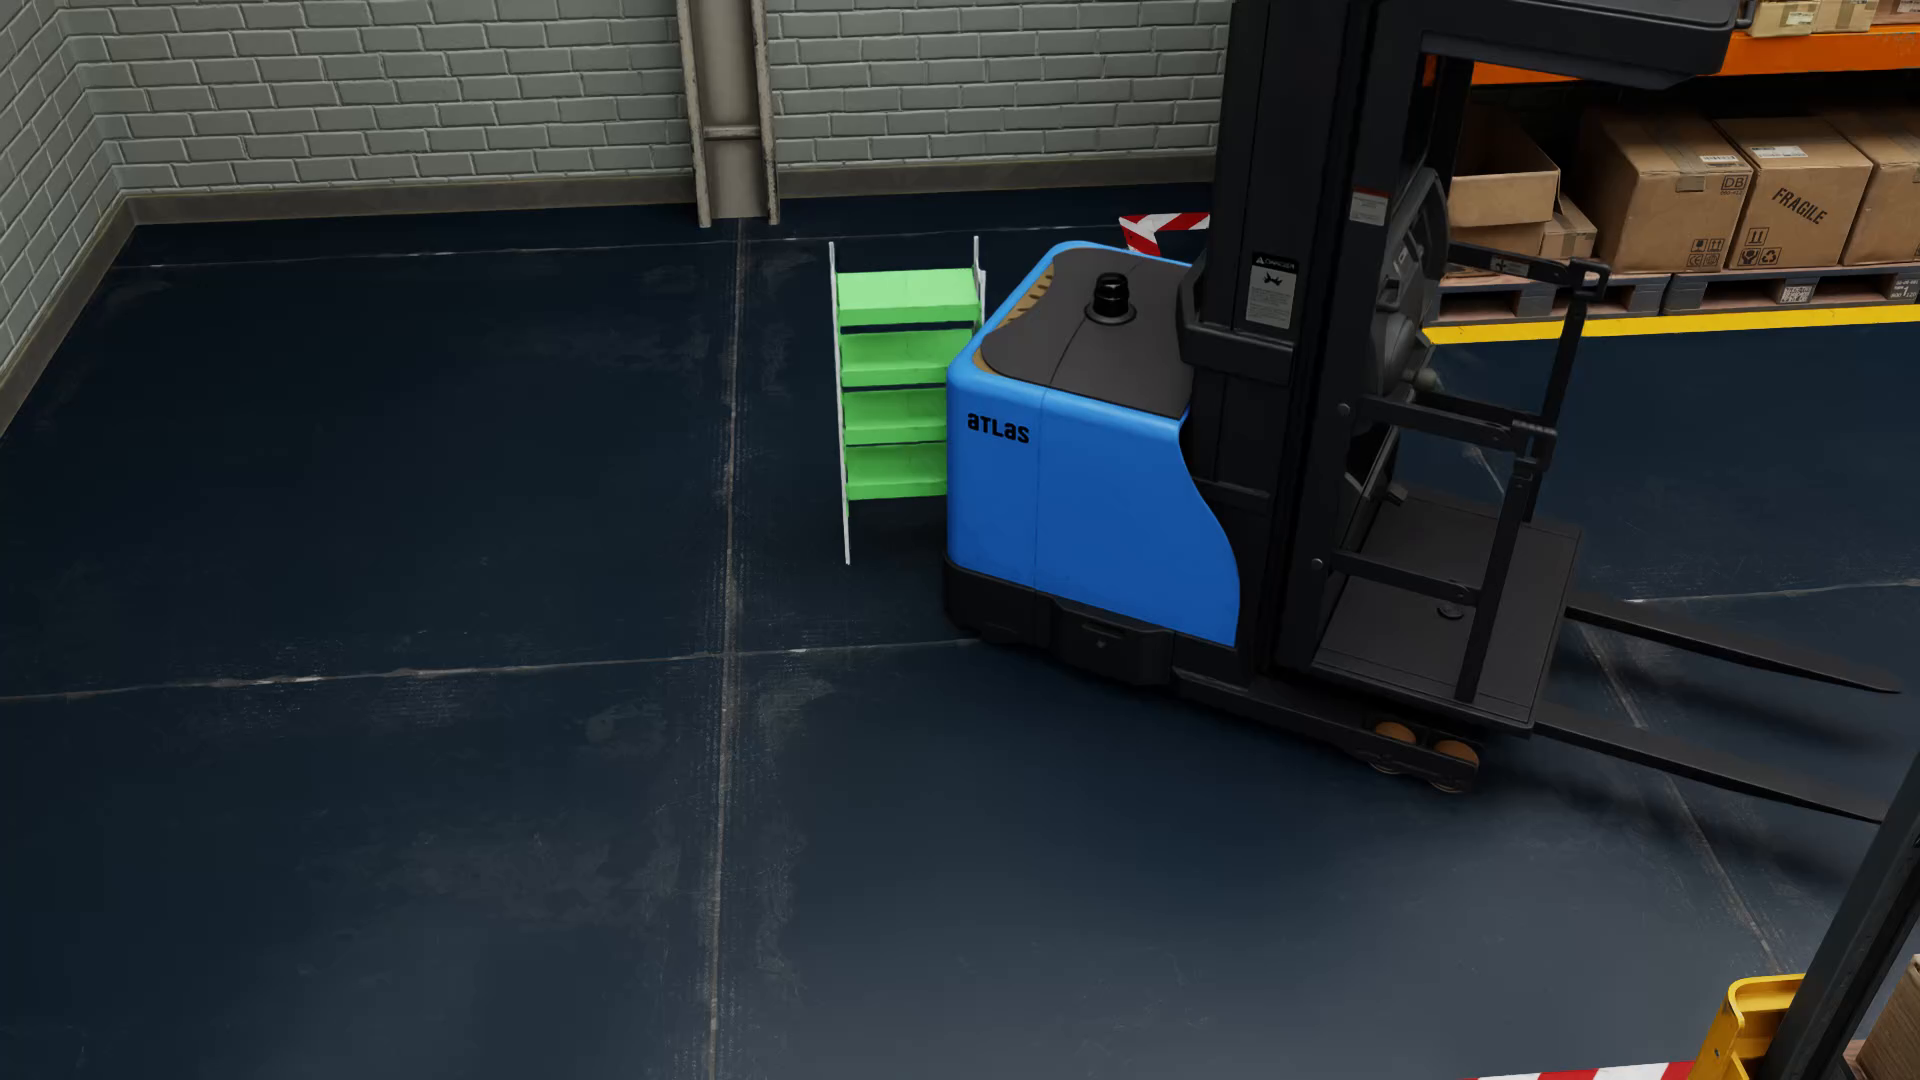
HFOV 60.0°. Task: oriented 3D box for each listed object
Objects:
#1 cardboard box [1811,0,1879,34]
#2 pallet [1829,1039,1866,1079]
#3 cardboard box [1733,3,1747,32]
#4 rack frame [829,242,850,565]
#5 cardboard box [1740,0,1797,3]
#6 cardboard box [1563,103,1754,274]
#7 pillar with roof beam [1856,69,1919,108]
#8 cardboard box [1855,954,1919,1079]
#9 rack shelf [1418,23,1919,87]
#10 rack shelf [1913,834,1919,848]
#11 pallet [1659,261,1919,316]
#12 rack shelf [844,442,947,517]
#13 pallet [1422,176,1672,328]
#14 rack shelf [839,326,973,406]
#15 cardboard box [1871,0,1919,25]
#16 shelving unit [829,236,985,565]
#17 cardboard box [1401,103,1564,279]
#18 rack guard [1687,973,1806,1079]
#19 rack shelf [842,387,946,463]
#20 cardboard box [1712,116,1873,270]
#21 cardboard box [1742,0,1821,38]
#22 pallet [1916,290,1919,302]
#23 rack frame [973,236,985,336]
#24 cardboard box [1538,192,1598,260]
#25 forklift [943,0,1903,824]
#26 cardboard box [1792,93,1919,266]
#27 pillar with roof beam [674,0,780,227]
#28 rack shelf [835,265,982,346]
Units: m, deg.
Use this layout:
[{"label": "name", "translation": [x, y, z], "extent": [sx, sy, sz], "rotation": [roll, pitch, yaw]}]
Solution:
[{"label": "cardboard box", "translation": [3.562, -2.235, 6.863], "extent": [0.250, 0.149, 0.380], "rotation": [-2, 38, -3]}, {"label": "pallet", "translation": [2.895, 1.648, 3.992], "extent": [1.213, 0.211, 1.003], "rotation": [-3, 38, -4]}, {"label": "cardboard box", "translation": [3.043, -2.240, 6.870], "extent": [0.250, 0.149, 0.380], "rotation": [-3, 38, -3]}, {"label": "rack frame", "translation": [-0.422, -0.454, 5.855], "extent": [0.015, 1.200, 0.240], "rotation": [-3, 38, -4]}, {"label": "cardboard box", "translation": [3.145, -2.392, 6.740], "extent": [0.500, 0.250, 0.500], "rotation": [-4, 38, -5]}, {"label": "cardboard box", "translation": [3.135, -1.599, 7.534], "extent": [0.500, 0.500, 0.700], "rotation": [-2, 38, -2]}, {"label": "pillar with roof beam", "translation": [5.254, -2.854, 2.602], "extent": [0.400, 9.000, 9.100], "rotation": [-3, 38, -4]}, {"label": "cardboard box", "translation": [2.754, 1.388, 3.799], "extent": [0.875, 0.438, 0.875], "rotation": [-4, 38, -6]}, {"label": "rack shelf", "translation": [3.654, -2.245, 7.254], "extent": [4.000, 0.370, 1.077], "rotation": [-3, 38, -4]}, {"label": "rack shelf", "translation": [4.098, 0.818, 3.373], "extent": [4.000, 0.370, 1.077], "rotation": [-3, 38, -4]}, {"label": "pallet", "translation": [3.744, -1.436, 7.900], "extent": [1.213, 0.211, 1.003], "rotation": [-3, 38, -4]}, {"label": "rack shelf", "translation": [-0.180, -0.228, 6.060], "extent": [0.480, 0.148, 0.258], "rotation": [-3, 38, -4]}, {"label": "pallet", "translation": [2.532, -1.371, 7.817], "extent": [1.213, 0.211, 1.003], "rotation": [-3, 38, -4]}, {"label": "rack shelf", "translation": [-0.179, -0.605, 5.763], "extent": [0.480, 0.148, 0.258], "rotation": [-3, 38, -4]}, {"label": "cardboard box", "translation": [3.813, -2.291, 6.935], "extent": [0.250, 0.149, 0.380], "rotation": [-3, 38, -4]}, {"label": "shelving unit", "translation": [-0.179, -0.467, 5.872], "extent": [0.503, 1.200, 0.258], "rotation": [-3, 38, -4]}, {"label": "cardboard box", "translation": [2.280, -1.577, 7.504], "extent": [0.637, 0.503, 0.797], "rotation": [-5, 39, -6]}, {"label": "rack guard", "translation": [2.082, 1.628, 3.784], "extent": [0.348, 0.500, 1.175], "rotation": [-3, 38, -4]}, {"label": "rack shelf", "translation": [-0.179, -0.417, 5.912], "extent": [0.480, 0.148, 0.258], "rotation": [-3, 38, -4]}, {"label": "cardboard box", "translation": [3.670, -1.566, 7.492], "extent": [0.500, 0.500, 0.500], "rotation": [-2, 38, -3]}, {"label": "cardboard box", "translation": [3.302, -2.208, 6.829], "extent": [0.250, 0.149, 0.380], "rotation": [-4, 38, -5]}, {"label": "pallet", "translation": [4.962, -1.505, 7.987], "extent": [1.213, 0.211, 1.003], "rotation": [-3, 38, -4]}, {"label": "rack frame", "translation": [0.064, -0.480, 5.889], "extent": [0.015, 1.200, 0.240], "rotation": [-3, 38, -4]}, {"label": "cardboard box", "translation": [2.706, -1.437, 7.613], "extent": [0.250, 0.149, 0.380], "rotation": [-5, 39, -6]}, {"label": "forklift", "translation": [1.501, -0.732, 4.811], "extent": [3.031, 2.935, 1.130], "rotation": [16, 41, 19]}, {"label": "cardboard box", "translation": [4.169, -1.656, 7.606], "extent": [0.500, 0.500, 0.700], "rotation": [-5, 38, -6]}, {"label": "pillar with roof beam", "translation": [-0.722, -2.525, 2.185], "extent": [0.400, 9.000, 9.100], "rotation": [-3, 38, -4]}, {"label": "rack shelf", "translation": [-0.178, -0.794, 5.614], "extent": [0.480, 0.148, 0.258], "rotation": [-3, 38, -4]}]
